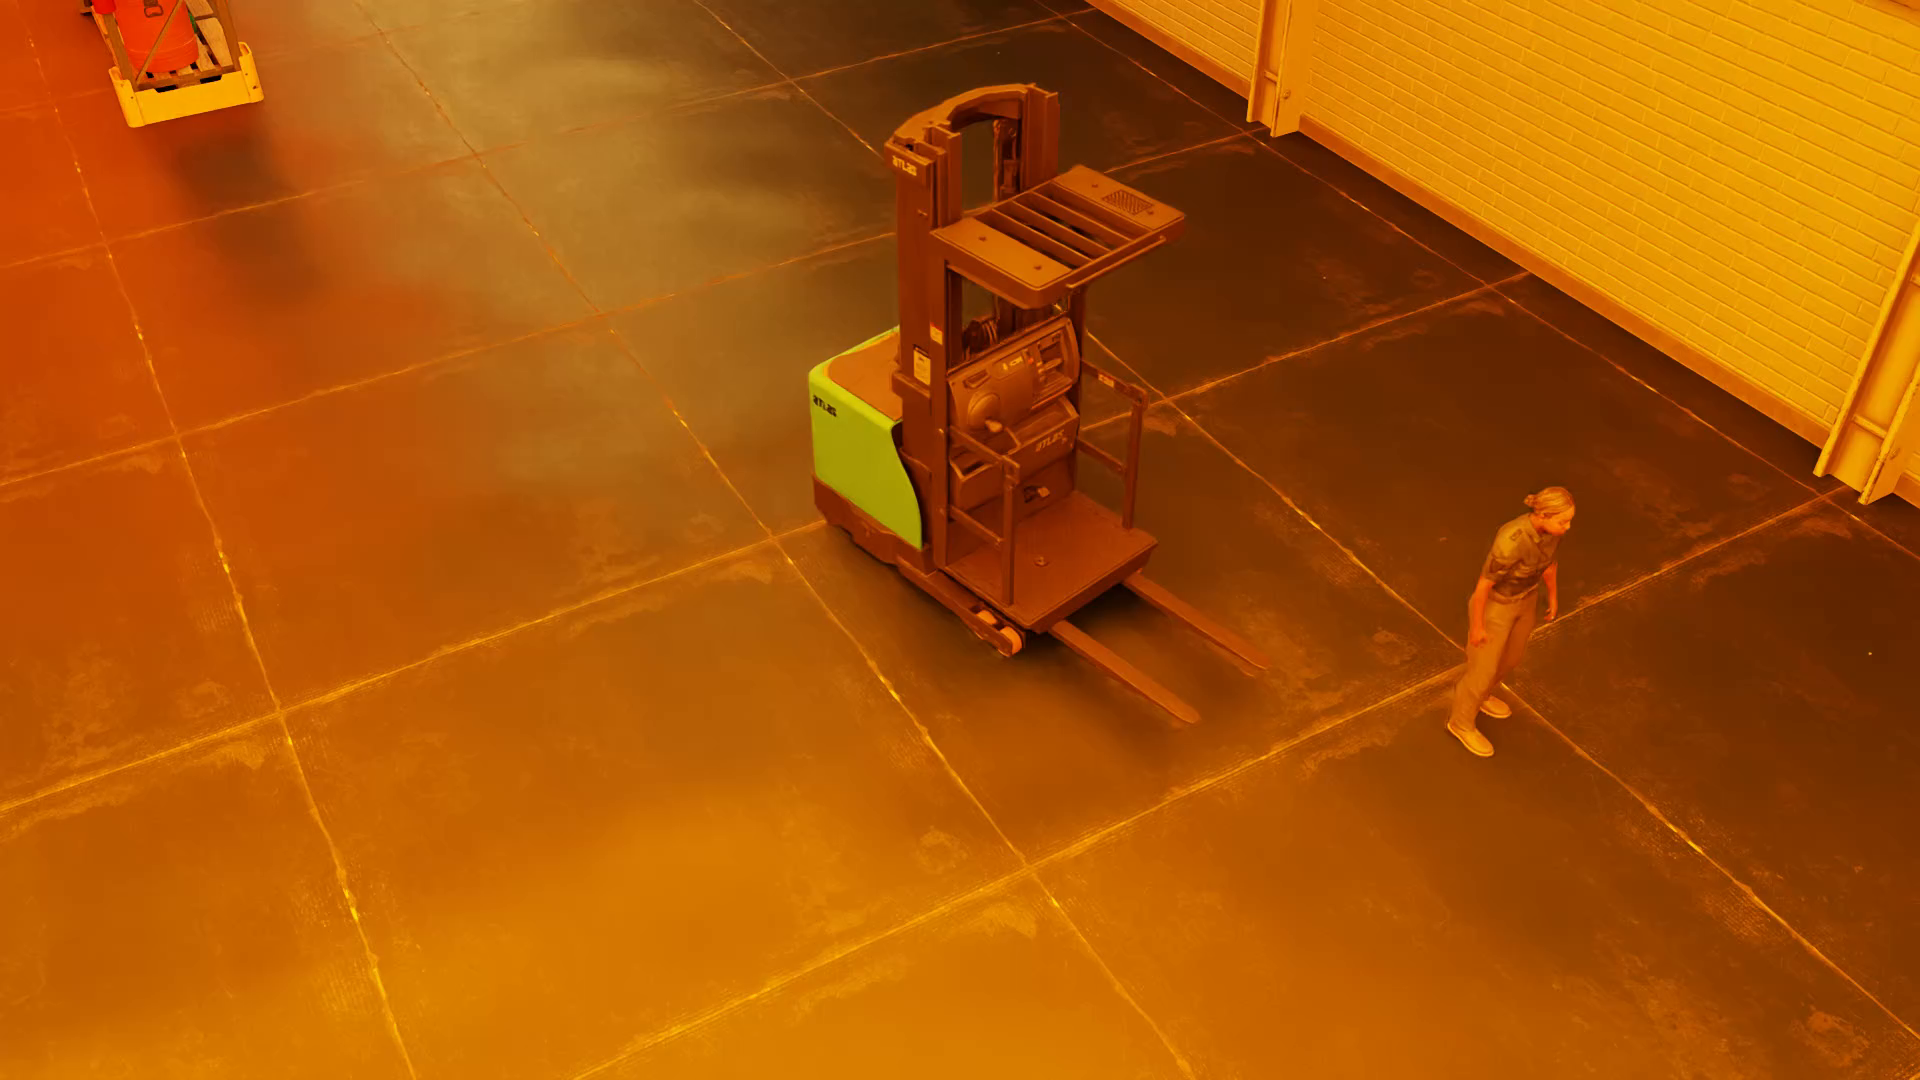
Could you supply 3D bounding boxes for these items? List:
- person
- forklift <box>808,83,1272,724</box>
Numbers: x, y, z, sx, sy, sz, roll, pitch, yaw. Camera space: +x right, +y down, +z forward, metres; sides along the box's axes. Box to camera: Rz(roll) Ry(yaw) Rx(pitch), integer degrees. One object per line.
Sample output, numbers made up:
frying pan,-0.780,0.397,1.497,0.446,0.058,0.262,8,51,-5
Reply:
person,2.863,0.366,8.604,0.559,1.646,0.430,-23,45,-25
forklift,0.449,-0.835,9.043,1.130,2.935,3.031,-31,49,-32
